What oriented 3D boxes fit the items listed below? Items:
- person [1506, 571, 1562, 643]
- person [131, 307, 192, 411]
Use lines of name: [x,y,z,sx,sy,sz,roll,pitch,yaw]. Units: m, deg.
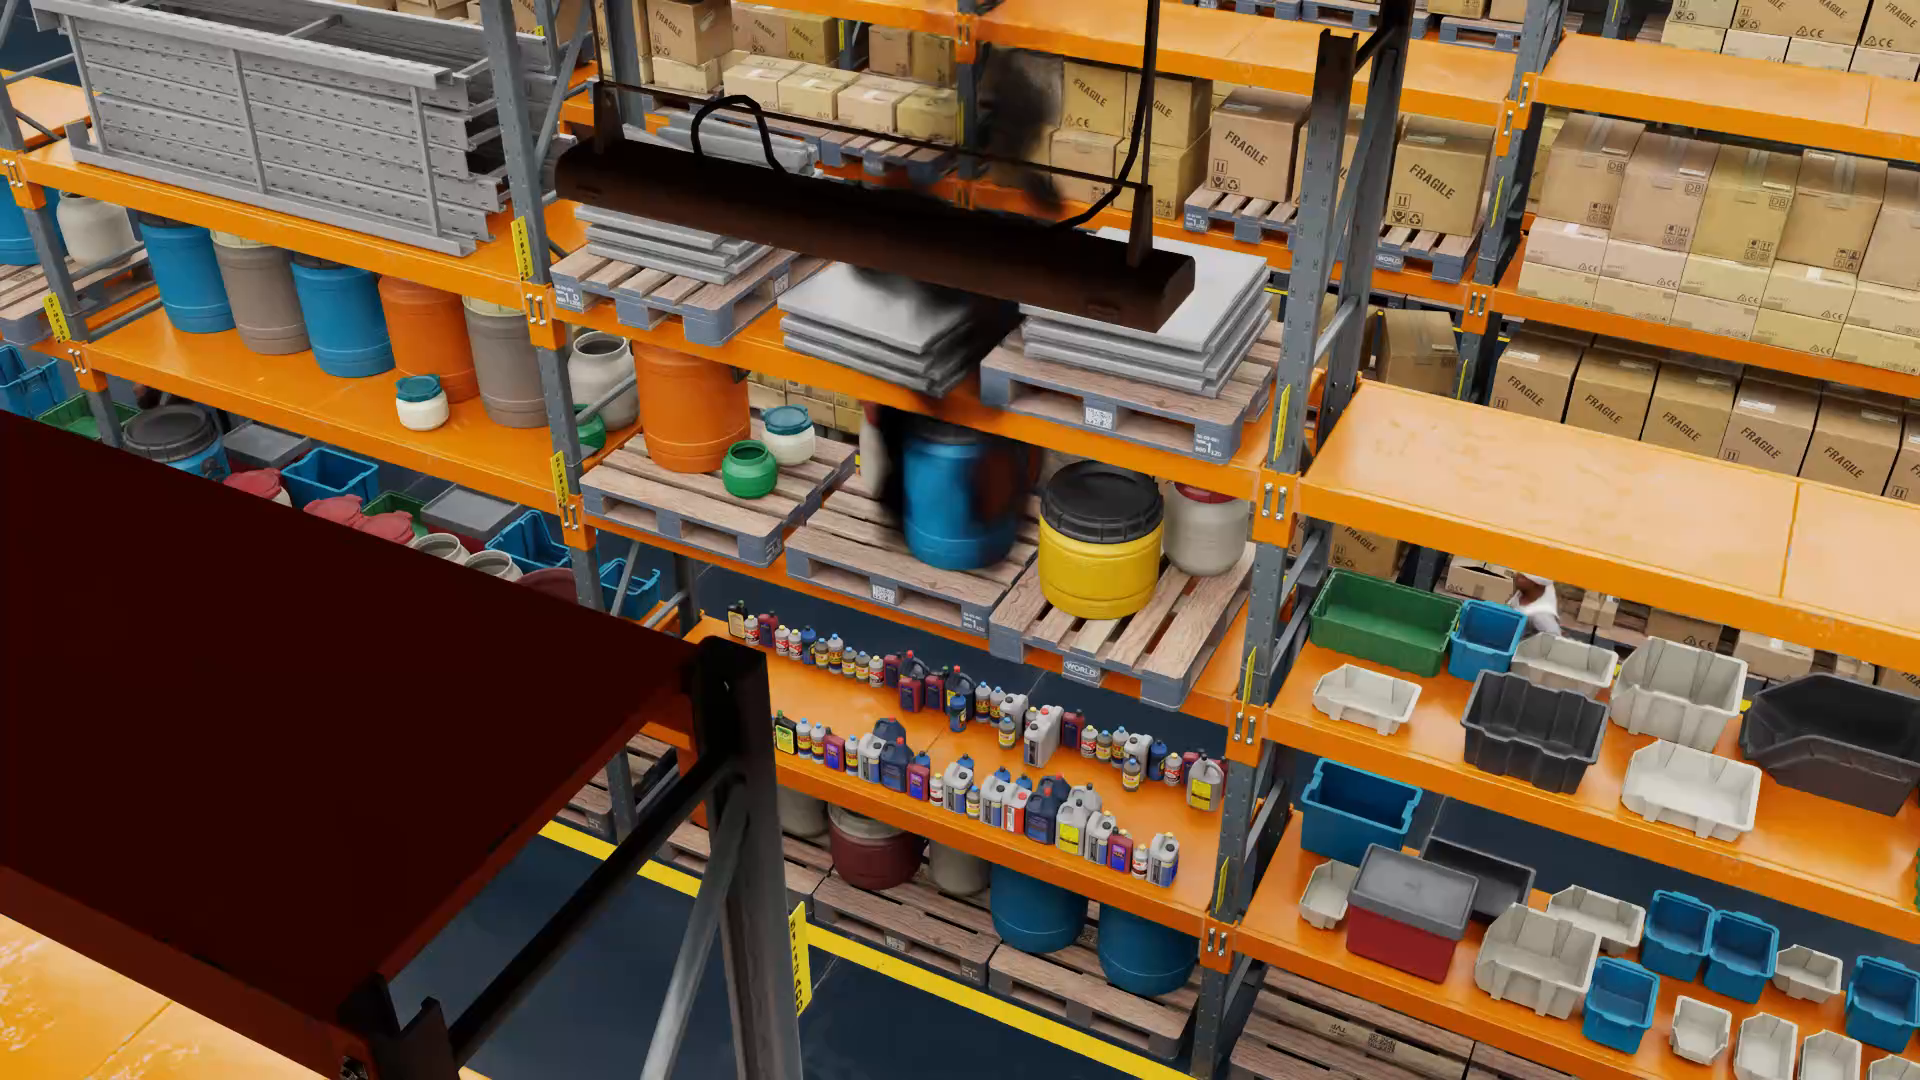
person: [3.781,0.782,10.956,0.844,1.613,0.676,9,36,12]
person: [-6.861,-1.393,14.356,0.631,1.737,0.705,11,37,16]
